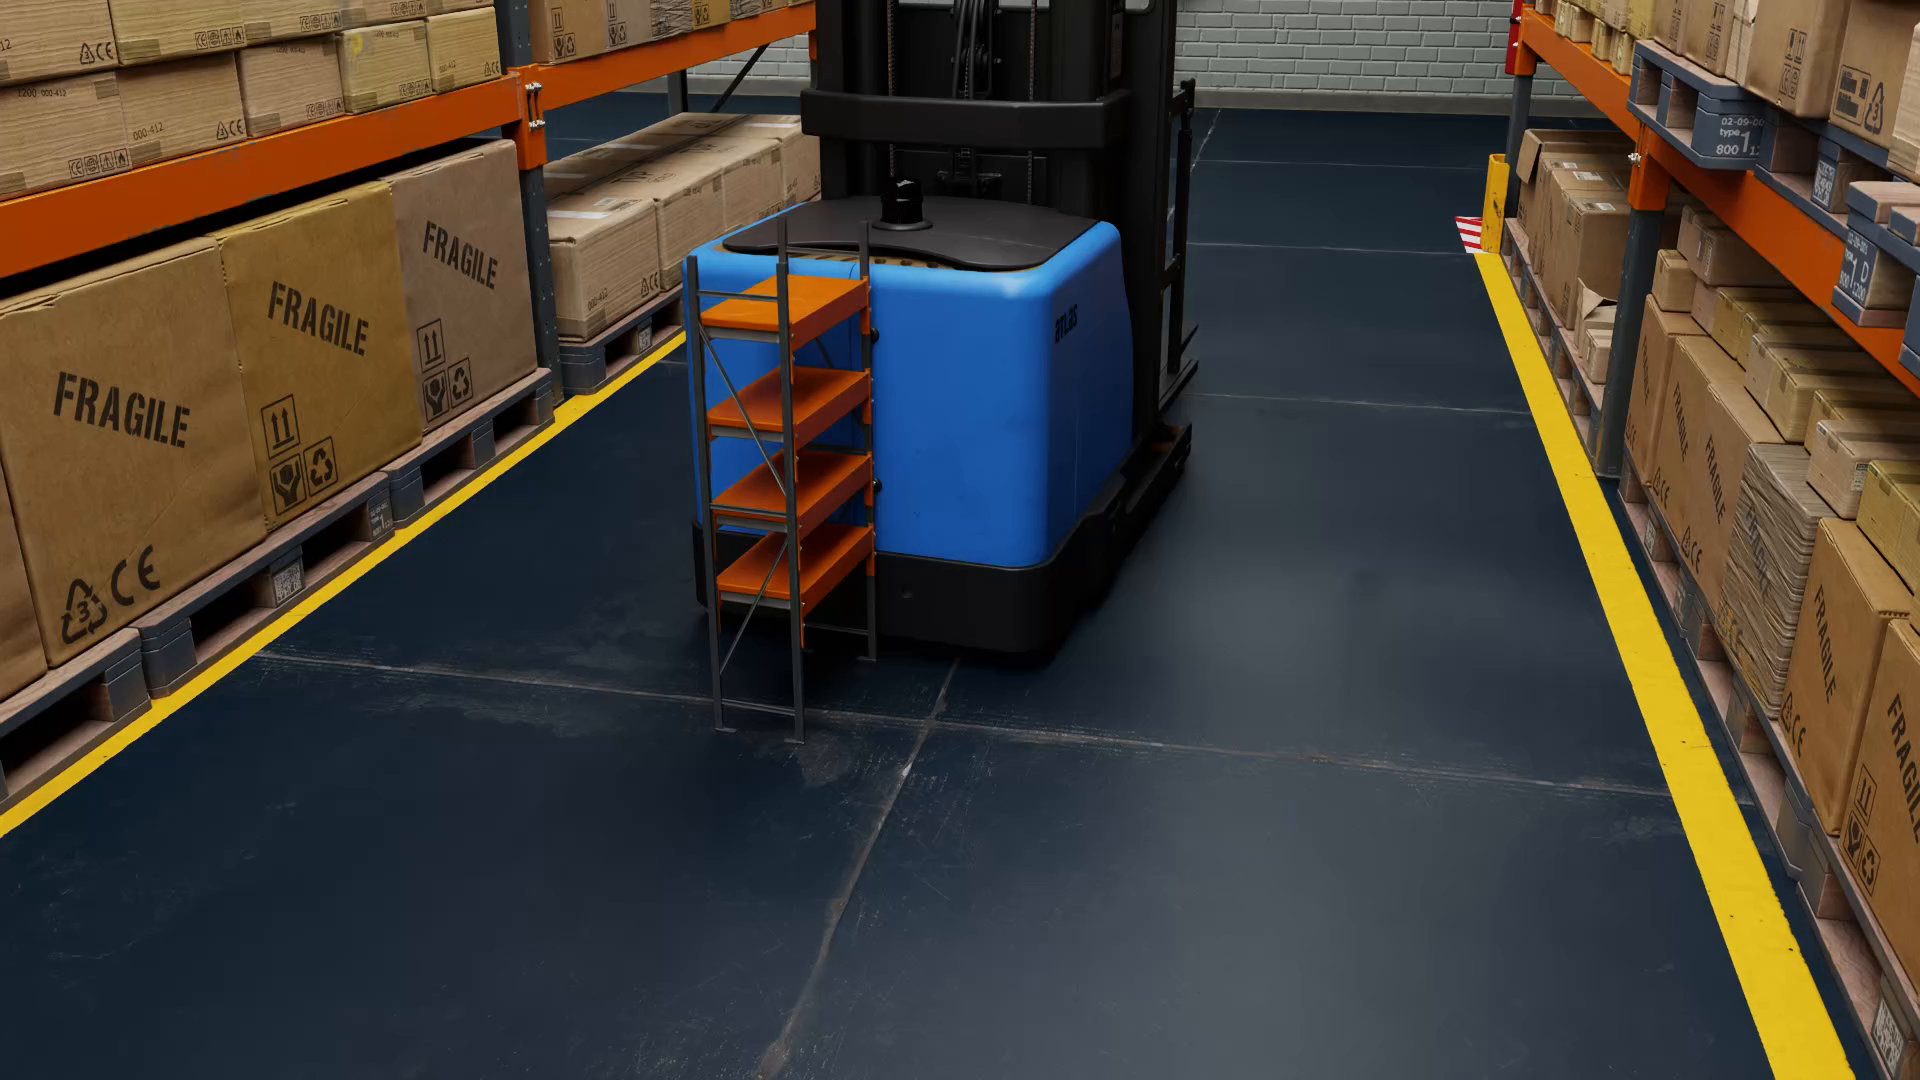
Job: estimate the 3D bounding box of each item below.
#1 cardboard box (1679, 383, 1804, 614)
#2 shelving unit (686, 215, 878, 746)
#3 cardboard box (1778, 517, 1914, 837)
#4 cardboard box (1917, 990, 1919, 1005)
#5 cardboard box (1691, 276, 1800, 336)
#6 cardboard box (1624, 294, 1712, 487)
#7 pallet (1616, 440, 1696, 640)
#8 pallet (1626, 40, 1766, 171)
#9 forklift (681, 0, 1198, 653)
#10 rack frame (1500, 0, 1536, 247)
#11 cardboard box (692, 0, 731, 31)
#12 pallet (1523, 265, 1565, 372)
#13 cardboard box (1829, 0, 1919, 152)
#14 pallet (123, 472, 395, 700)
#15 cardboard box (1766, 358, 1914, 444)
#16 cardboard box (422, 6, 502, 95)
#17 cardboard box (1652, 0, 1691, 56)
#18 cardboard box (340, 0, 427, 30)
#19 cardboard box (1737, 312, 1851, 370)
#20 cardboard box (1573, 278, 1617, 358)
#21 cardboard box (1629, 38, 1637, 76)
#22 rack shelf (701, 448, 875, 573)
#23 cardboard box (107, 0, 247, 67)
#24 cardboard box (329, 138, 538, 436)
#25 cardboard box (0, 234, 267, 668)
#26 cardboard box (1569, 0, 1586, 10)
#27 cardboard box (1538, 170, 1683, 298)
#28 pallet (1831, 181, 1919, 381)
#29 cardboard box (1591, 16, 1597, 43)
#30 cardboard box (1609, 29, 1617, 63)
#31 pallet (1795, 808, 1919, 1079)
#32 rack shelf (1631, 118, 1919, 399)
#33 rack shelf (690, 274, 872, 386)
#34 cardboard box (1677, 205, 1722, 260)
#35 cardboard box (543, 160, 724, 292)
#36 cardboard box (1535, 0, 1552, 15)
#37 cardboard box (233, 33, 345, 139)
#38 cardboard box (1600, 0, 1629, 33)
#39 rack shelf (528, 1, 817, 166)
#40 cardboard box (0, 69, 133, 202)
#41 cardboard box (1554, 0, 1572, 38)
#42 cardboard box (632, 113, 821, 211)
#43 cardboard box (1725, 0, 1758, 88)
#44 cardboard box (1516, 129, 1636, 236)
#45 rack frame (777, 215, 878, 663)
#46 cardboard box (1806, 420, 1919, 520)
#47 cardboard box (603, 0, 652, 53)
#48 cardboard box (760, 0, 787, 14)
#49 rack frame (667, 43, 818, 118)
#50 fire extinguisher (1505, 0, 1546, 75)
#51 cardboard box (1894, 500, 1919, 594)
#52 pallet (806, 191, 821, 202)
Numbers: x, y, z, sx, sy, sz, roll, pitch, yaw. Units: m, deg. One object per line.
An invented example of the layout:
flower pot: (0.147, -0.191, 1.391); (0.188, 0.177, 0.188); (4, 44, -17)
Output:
cardboard box: (2.232, -0.088, 4.340); (0.500, 0.500, 0.500); (4, 22, 9)
shelving unit: (-0.419, -0.153, 4.127); (0.258, 1.200, 0.503); (7, 23, 17)
cardboard box: (2.032, 0.293, 3.395); (0.500, 0.500, 0.500); (5, 23, 13)
cardboard box: (1.815, 0.667, 2.466); (0.500, 0.500, 0.500); (5, 22, 12)
cardboard box: (2.441, -0.708, 5.011); (0.380, 0.149, 0.250); (4, 22, 9)
cardboard box: (2.437, -0.465, 5.277); (0.500, 0.500, 0.500); (5, 23, 13)
pallet: (2.627, 0.004, 5.061); (1.003, 0.211, 1.213); (4, 22, 11)
pallet: (2.486, -1.217, 4.616); (1.003, 0.211, 1.213); (4, 22, 11)
forklift: (0.200, -1.581, 5.355); (1.130, 2.935, 3.031); (7, 23, 17)
rack frame: (3.572, -3.053, 8.918); (1.000, 3.000, 0.127); (4, 22, 11)
cardboard box: (-1.433, -2.718, 7.954); (0.500, 0.500, 0.500); (5, 22, 13)
pallet: (3.144, -0.995, 7.541); (1.003, 0.211, 1.213); (4, 22, 11)
cardboard box: (2.092, -0.981, 3.073); (0.797, 0.503, 0.637); (4, 22, 10)
pallet: (-2.435, 0.062, 4.917); (1.003, 0.211, 1.213); (4, 22, 11)
cardboard box: (2.217, -0.333, 4.080); (0.380, 0.149, 0.250); (5, 23, 13)
cardboard box: (-1.949, -1.714, 5.795); (0.500, 0.250, 0.500); (4, 22, 10)
cardboard box: (2.438, -1.671, 4.792); (0.700, 0.500, 0.500); (5, 22, 12)
cardboard box: (-2.051, -1.766, 5.255); (0.500, 0.250, 0.500); (5, 22, 12)
cardboard box: (2.357, -0.512, 4.525); (0.380, 0.149, 0.250); (4, 22, 10)
cardboard box: (2.655, -0.873, 6.604); (0.396, 0.266, 0.258); (5, 23, 13)
cardboard box: (2.605, -1.706, 5.910); (0.380, 0.149, 0.250); (5, 22, 12)
rack shelf: (-0.419, -0.090, 4.152); (0.258, 0.148, 0.480); (7, 23, 17)
cardboard box: (-2.239, -1.387, 4.315); (0.500, 0.250, 0.500); (5, 22, 12)
cardboard box: (-2.152, -0.943, 5.962); (0.875, 0.875, 0.875); (5, 23, 13)
cardboard box: (-2.512, -0.285, 4.329); (0.875, 0.875, 0.875); (5, 22, 12)
cardboard box: (2.929, -2.417, 7.142); (0.500, 0.250, 0.500); (4, 22, 10)
cardboard box: (2.936, -1.376, 7.539); (0.500, 0.500, 0.500); (5, 22, 12)
pallet: (2.009, -0.291, 2.318); (1.213, 0.211, 1.003); (4, 22, 11)
cardboard box: (2.906, -2.172, 7.068); (0.380, 0.149, 0.250); (4, 22, 11)
cardboard box: (2.715, -1.897, 6.384); (0.380, 0.149, 0.250); (5, 22, 12)
pallet: (2.129, 0.897, 2.845); (1.003, 0.211, 1.213); (4, 22, 11)
rack shelf: (2.348, -0.525, 3.604); (1.077, 0.370, 4.000); (4, 22, 11)
rack shelf: (-0.419, -0.517, 3.980); (0.258, 0.148, 0.480); (7, 23, 17)
cardboard box: (2.481, -0.948, 5.210); (0.380, 0.149, 0.250); (4, 22, 10)
cardboard box: (-1.689, -1.522, 7.985); (0.875, 0.438, 0.875); (4, 22, 9)
cardboard box: (3.236, -2.837, 8.718); (0.380, 0.149, 0.250); (4, 22, 11)
cardboard box: (-2.176, -1.345, 4.878); (0.500, 0.250, 0.500); (4, 22, 9)
cardboard box: (2.709, -2.047, 6.224); (0.500, 0.250, 0.500); (5, 22, 11)
rack shelf: (-1.696, -2.364, 8.172); (1.077, 0.370, 4.000); (4, 22, 11)
cardboard box: (-2.374, -0.975, 3.959); (0.500, 0.250, 0.500); (5, 23, 13)
cardboard box: (2.925, -2.369, 7.558); (0.380, 0.149, 0.250); (4, 22, 9)
cardboard box: (-1.325, -2.187, 9.636); (0.875, 0.438, 0.875); (4, 22, 9)
cardboard box: (2.097, -1.243, 4.043); (0.396, 0.266, 0.258); (6, 23, 14)
cardboard box: (3.354, -1.873, 8.768); (0.797, 0.503, 0.637); (4, 22, 9)
rack frame: (-0.341, -0.239, 4.341); (0.240, 1.200, 0.015); (7, 23, 17)
cardboard box: (2.090, -0.146, 3.616); (0.380, 0.149, 0.250); (3, 22, 8)
cardboard box: (-1.645, -2.348, 7.036); (0.500, 0.500, 0.500); (5, 22, 11)
cardboard box: (-1.245, -3.097, 8.894); (0.500, 0.500, 0.500); (4, 22, 10)
rack frame: (-1.288, -3.430, 9.854); (1.000, 3.000, 0.127); (4, 22, 11)
fire extinguisher: (3.150, -2.933, 9.223); (0.296, 0.674, 0.183); (4, 22, 11)
cardboard box: (2.013, 0.049, 3.133); (0.380, 0.149, 0.250); (5, 22, 12)
pallet: (-1.375, -1.838, 9.634); (1.003, 0.211, 1.213); (4, 22, 11)
